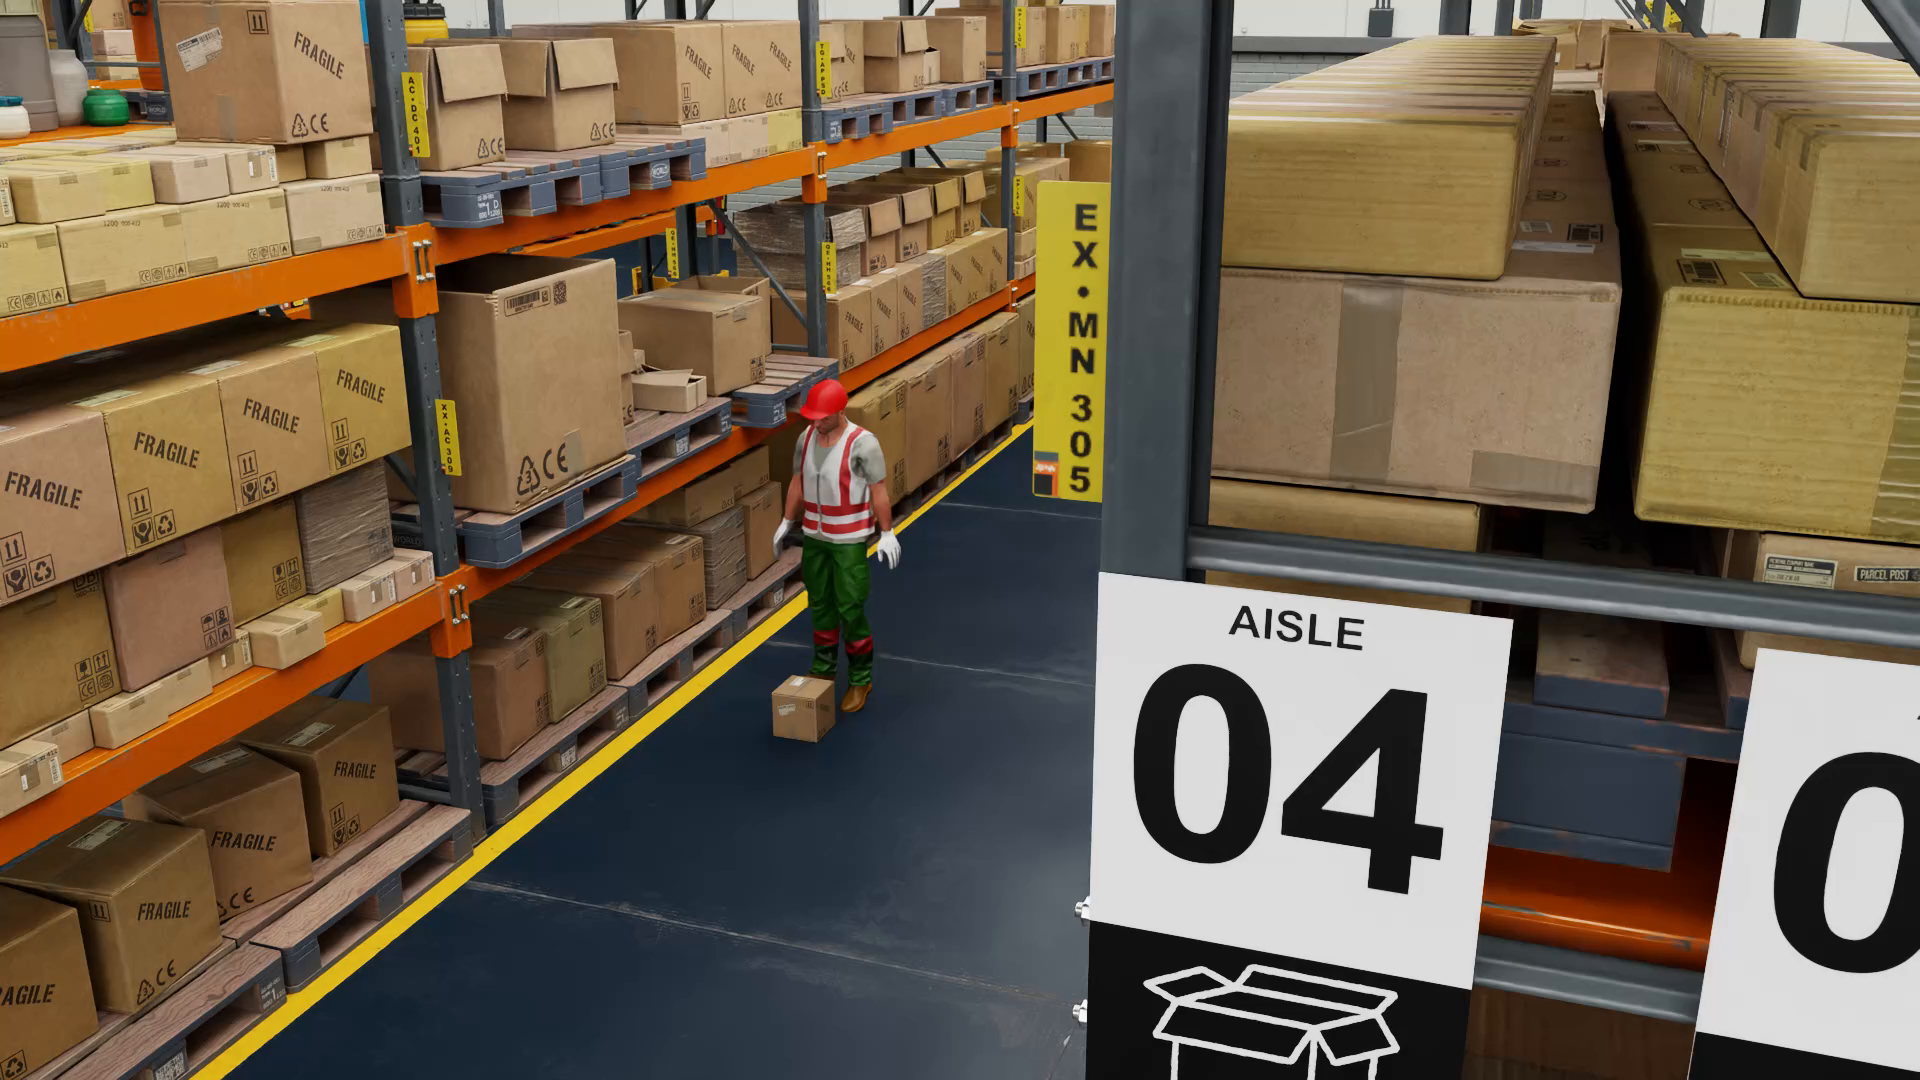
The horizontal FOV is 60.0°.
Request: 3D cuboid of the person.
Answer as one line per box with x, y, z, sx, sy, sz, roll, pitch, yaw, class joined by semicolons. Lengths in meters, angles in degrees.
-0.698;0.012;8.973;0.695;1.820;0.389;13;22;33;person
